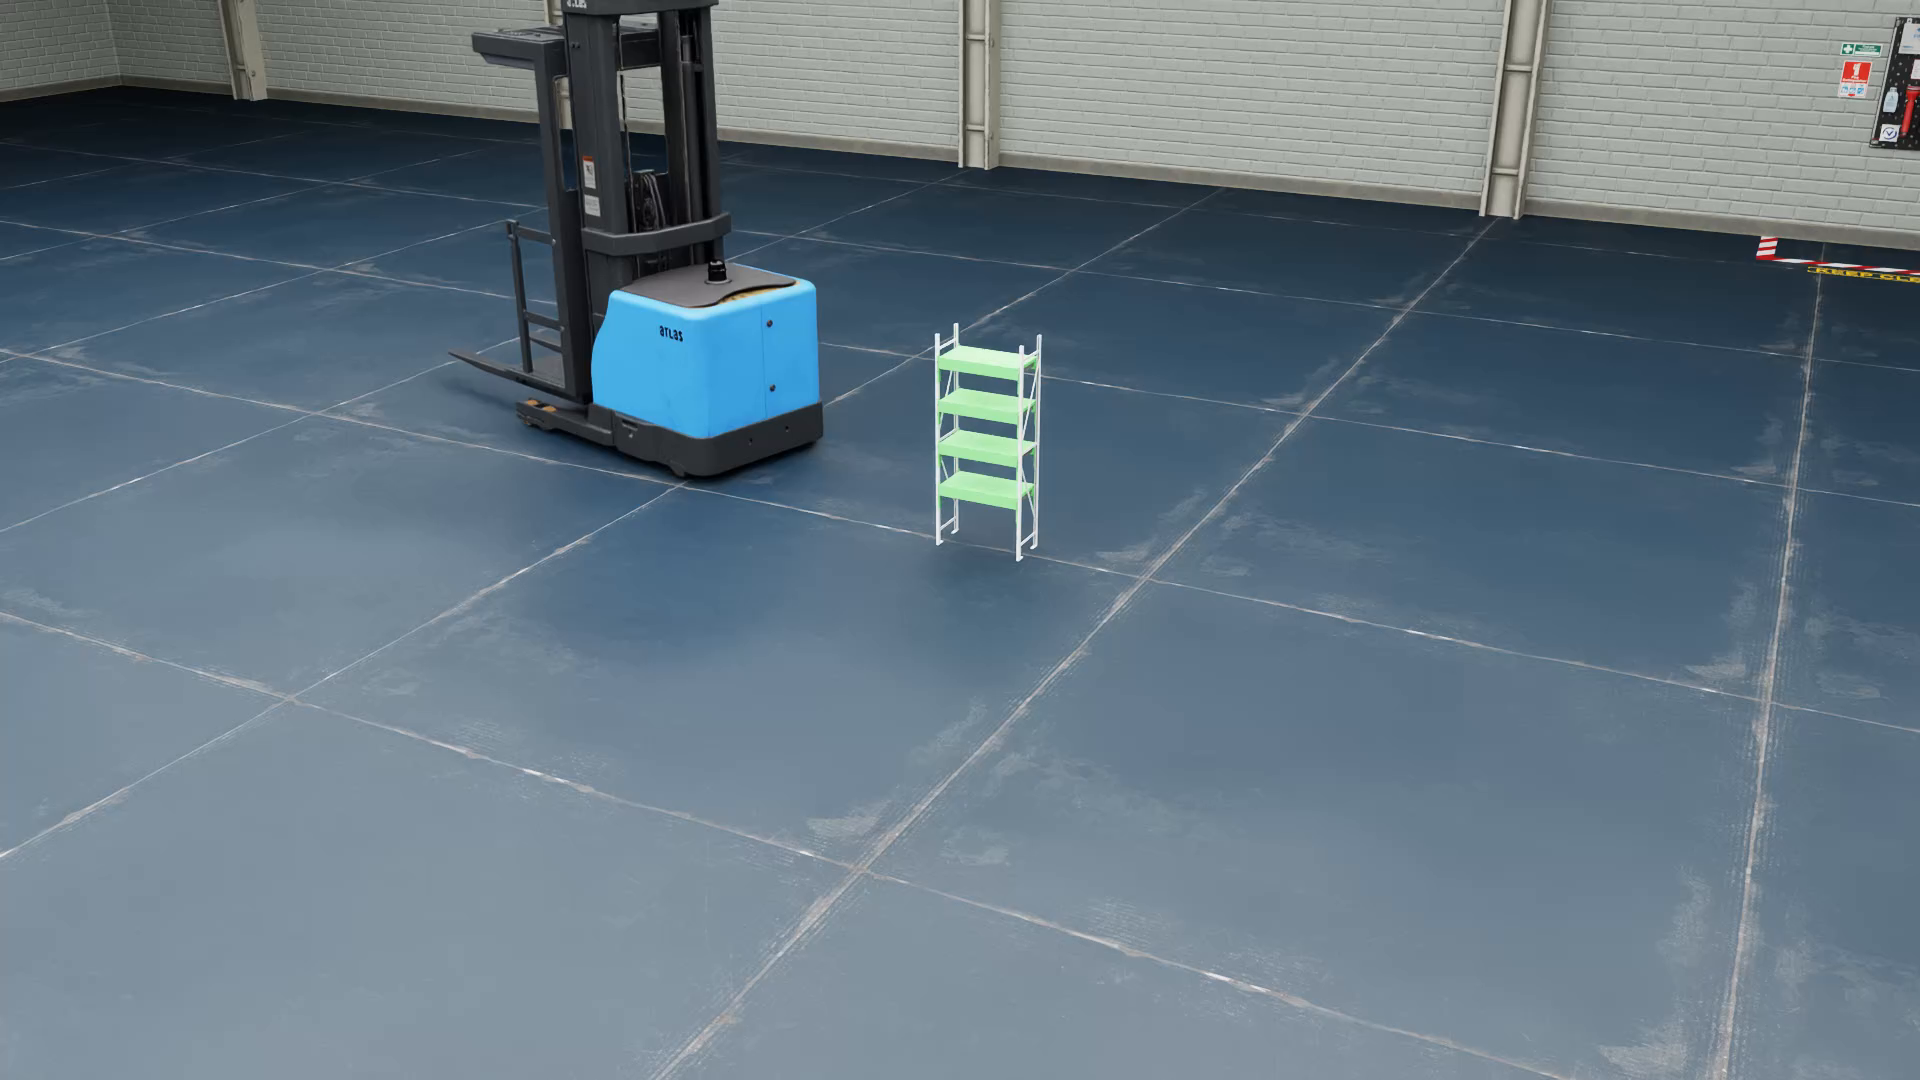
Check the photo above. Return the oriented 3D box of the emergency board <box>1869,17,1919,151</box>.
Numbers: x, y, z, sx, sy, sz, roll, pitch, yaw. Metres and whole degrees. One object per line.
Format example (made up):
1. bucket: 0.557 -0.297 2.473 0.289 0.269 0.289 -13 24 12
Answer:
1. emergency board: 8.745 -4.124 15.113 0.643 1.169 0.194 11 25 25

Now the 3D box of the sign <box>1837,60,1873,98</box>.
1. sign: 8.298 -4.274 15.421 0.234 0.329 0.001 11 25 25

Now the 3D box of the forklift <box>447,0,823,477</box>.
1. forklift: -2.308 -2.196 10.667 3.031 2.935 1.130 19 30 38

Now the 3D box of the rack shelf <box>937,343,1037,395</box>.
1. rack shelf: 0.148 -0.906 8.784 0.480 0.148 0.258 11 25 25

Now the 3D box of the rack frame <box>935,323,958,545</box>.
1. rack frame: -0.070 -0.566 9.048 0.015 1.200 0.240 11 25 25

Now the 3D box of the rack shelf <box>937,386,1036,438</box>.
1. rack shelf: 0.148 -0.685 8.878 0.480 0.148 0.258 11 25 25

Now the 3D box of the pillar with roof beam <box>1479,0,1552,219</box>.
1. pillar with roof beam: 3.636 -5.991 11.838 0.400 9.000 9.100 11 25 25

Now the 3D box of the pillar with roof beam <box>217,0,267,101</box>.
1. pillar with roof beam: -12.427 -9.169 19.312 0.400 9.000 9.100 11 25 25

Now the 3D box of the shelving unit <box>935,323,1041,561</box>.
1. shelving unit: 0.148 -0.523 8.946 0.503 1.200 0.258 11 25 25

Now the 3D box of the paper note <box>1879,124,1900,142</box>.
1. paper note: 8.618 -3.774 15.416 0.142 0.148 0.016 11 25 25

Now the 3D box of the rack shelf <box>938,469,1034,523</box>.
1. rack shelf: 0.148 -0.243 9.065 0.480 0.148 0.258 11 25 25

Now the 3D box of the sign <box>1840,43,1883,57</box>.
1. sign: 8.298 -4.514 15.308 0.331 0.109 0.001 11 25 25

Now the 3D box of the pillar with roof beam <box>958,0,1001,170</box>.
1. pillar with roof beam: -1.718 -7.050 14.329 0.400 9.000 9.100 11 25 25

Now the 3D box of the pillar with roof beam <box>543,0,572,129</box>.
1. pillar with roof beam: -7.073 -8.109 16.820 0.400 9.000 9.100 11 25 25

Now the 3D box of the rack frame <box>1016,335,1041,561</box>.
1. rack frame: 0.365 -0.480 8.845 0.015 1.200 0.240 11 25 25

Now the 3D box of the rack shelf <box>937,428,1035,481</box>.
1. rack shelf: 0.148 -0.464 8.971 0.480 0.148 0.258 11 25 25
